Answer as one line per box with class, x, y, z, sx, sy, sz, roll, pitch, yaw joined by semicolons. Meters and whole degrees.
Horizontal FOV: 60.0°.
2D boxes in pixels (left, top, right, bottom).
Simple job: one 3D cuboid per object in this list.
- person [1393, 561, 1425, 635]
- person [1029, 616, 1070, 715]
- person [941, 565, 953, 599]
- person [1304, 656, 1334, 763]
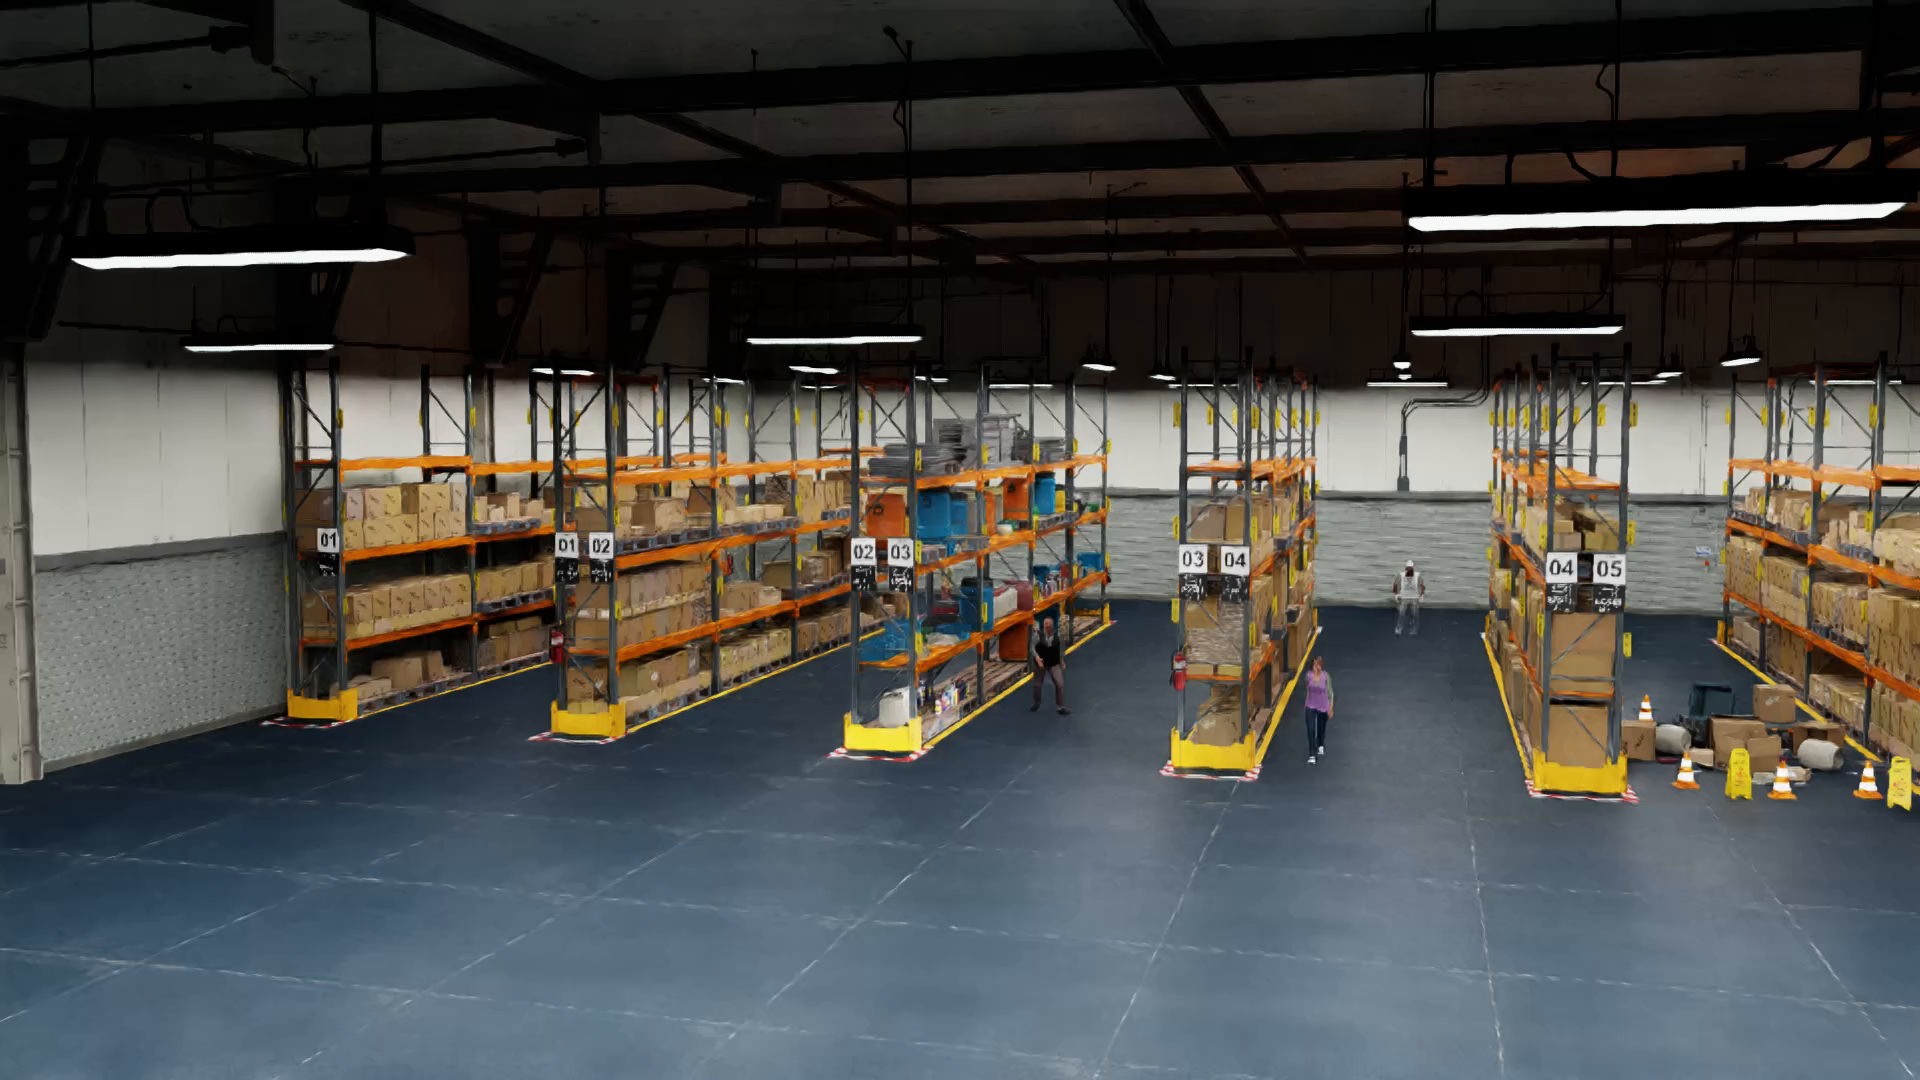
person;10.327;1.335;38.275;0.702;1.735;0.549;1;4;13
person;1.488;2.102;28.127;0.679;1.661;0.830;0;4;-3
person;-0.282;1.137;41.037;0.451;1.679;0.537;0;4;-6
person;5.239;2.493;24.283;0.432;1.437;0.948;1;4;14
